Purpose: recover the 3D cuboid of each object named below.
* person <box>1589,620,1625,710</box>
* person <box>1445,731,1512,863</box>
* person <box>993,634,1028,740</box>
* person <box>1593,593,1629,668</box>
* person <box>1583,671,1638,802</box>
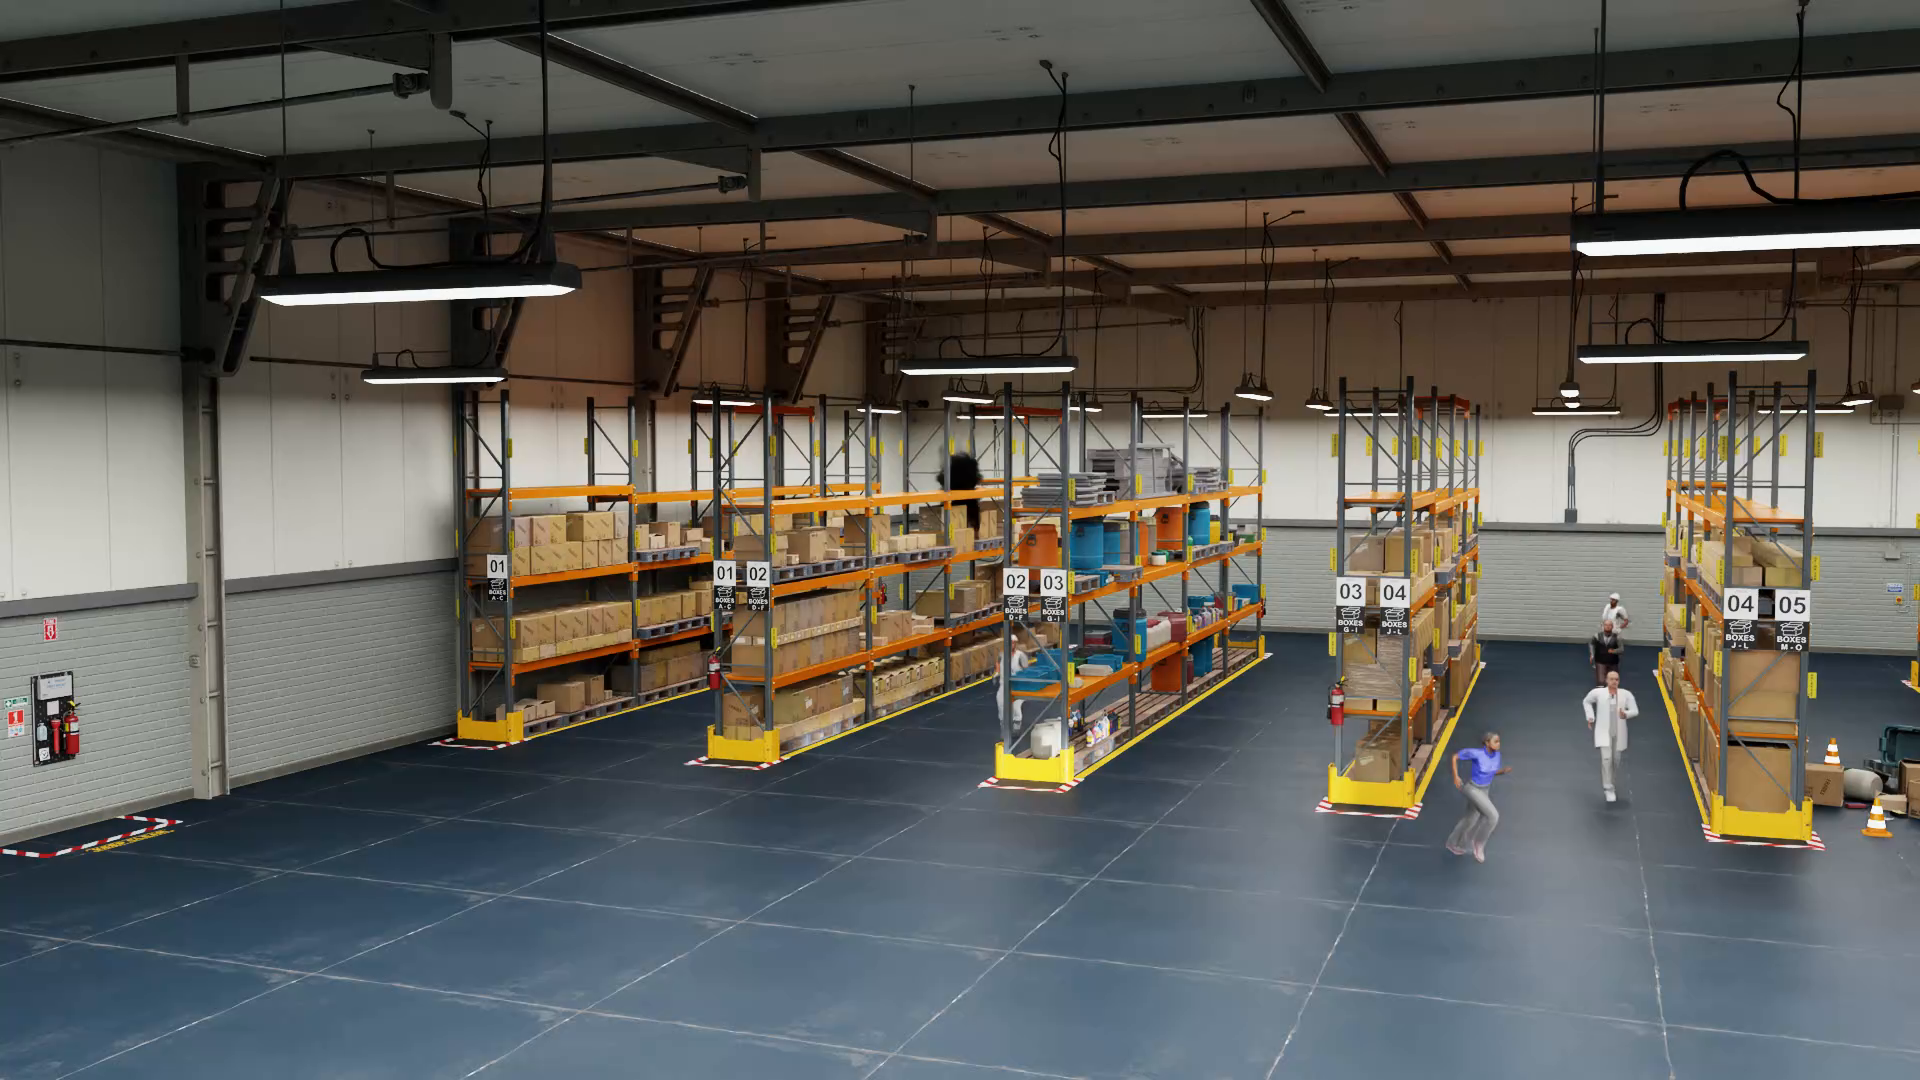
[{"bbox_3d":[12.313,2.404,31.676,0.627,1.756,0.727,1,3,18],"label":"person"},{"bbox_3d":[6.257,3.081,20.123,0.566,1.596,0.879,-3,4,-41],"label":"person"},{"bbox_3d":[0.864,2.533,28.640,0.644,1.824,0.743,1,3,14],"label":"person"},{"bbox_3d":[14.759,2.066,37.552,0.780,1.743,0.741,-1,3,-22],"label":"person"},{"bbox_3d":[9.328,2.816,23.805,0.700,1.701,0.952,0,3,8],"label":"person"}]
